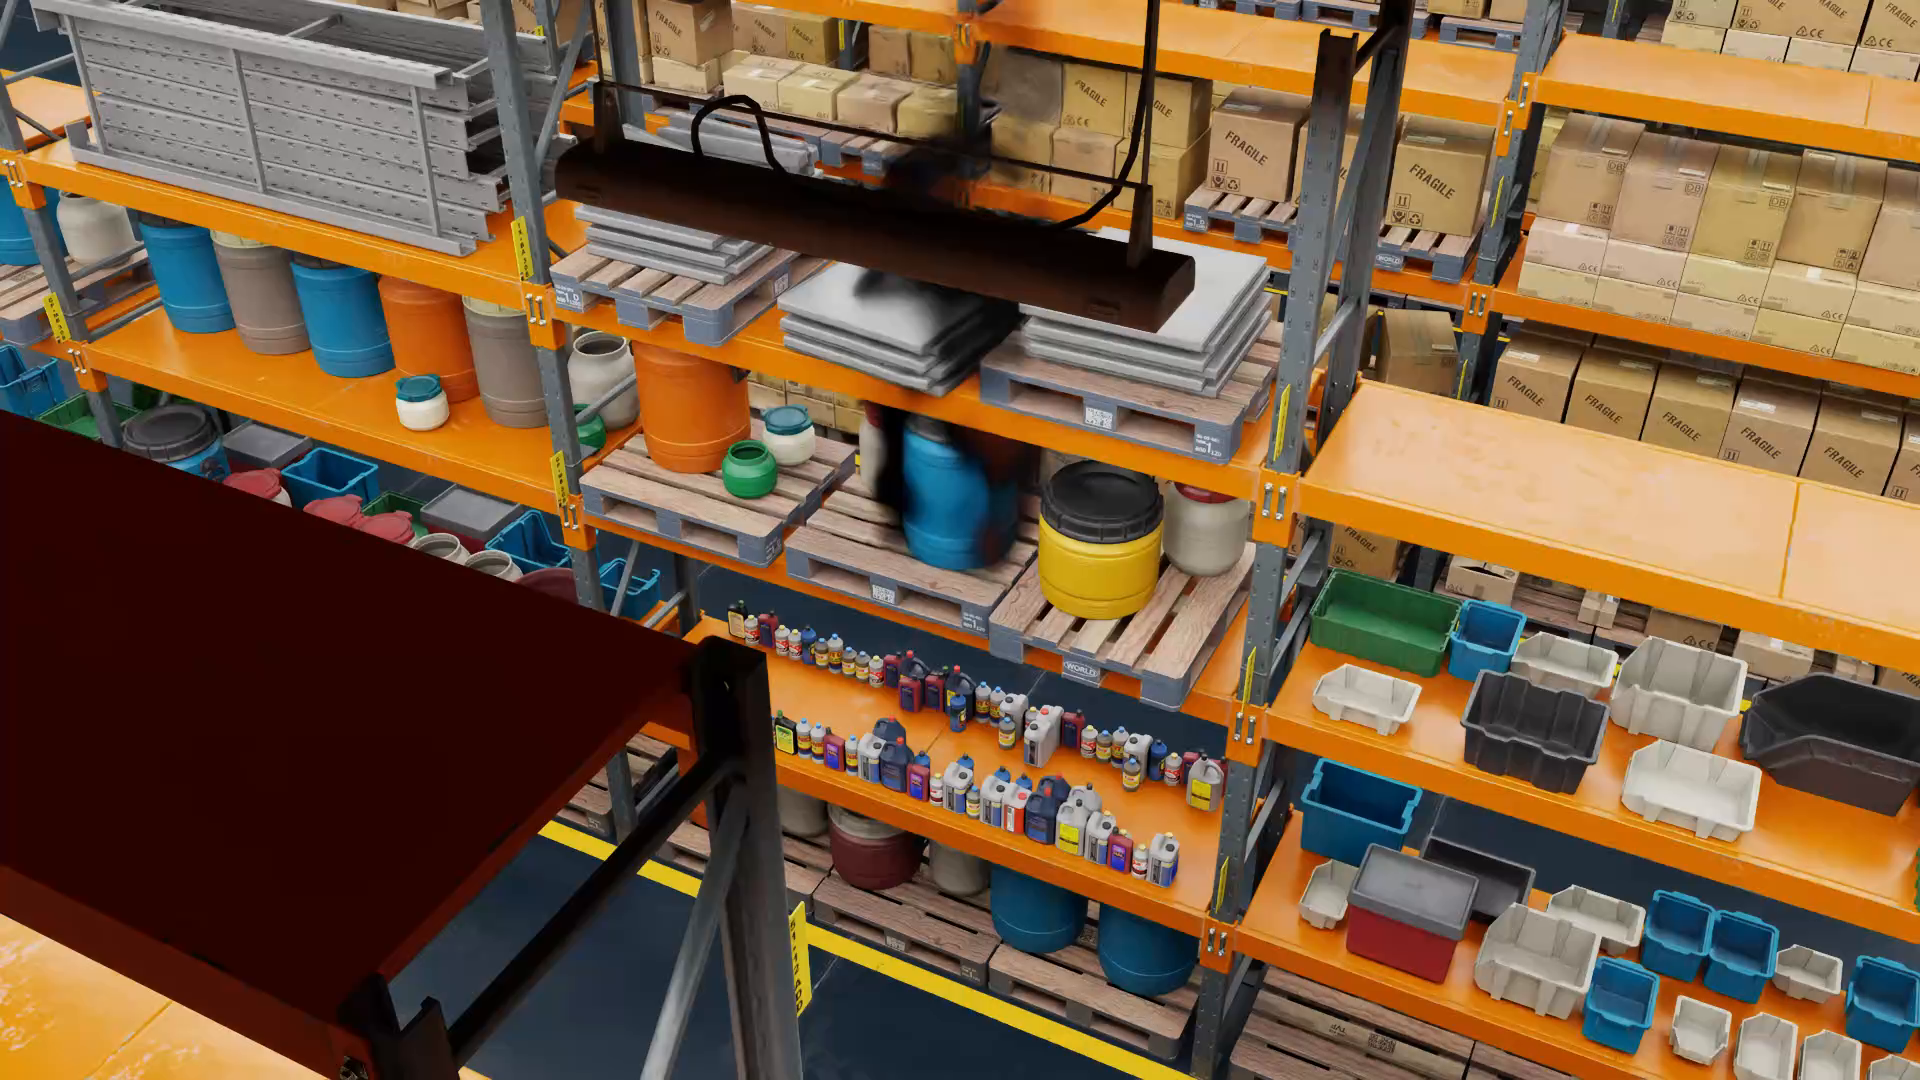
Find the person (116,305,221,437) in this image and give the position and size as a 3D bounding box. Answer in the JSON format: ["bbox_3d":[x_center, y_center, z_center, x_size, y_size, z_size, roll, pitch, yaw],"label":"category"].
[{"bbox_3d":[-6.888,-1.419,14.322,0.893,1.833,0.642,9,36,13],"label":"person"}]
